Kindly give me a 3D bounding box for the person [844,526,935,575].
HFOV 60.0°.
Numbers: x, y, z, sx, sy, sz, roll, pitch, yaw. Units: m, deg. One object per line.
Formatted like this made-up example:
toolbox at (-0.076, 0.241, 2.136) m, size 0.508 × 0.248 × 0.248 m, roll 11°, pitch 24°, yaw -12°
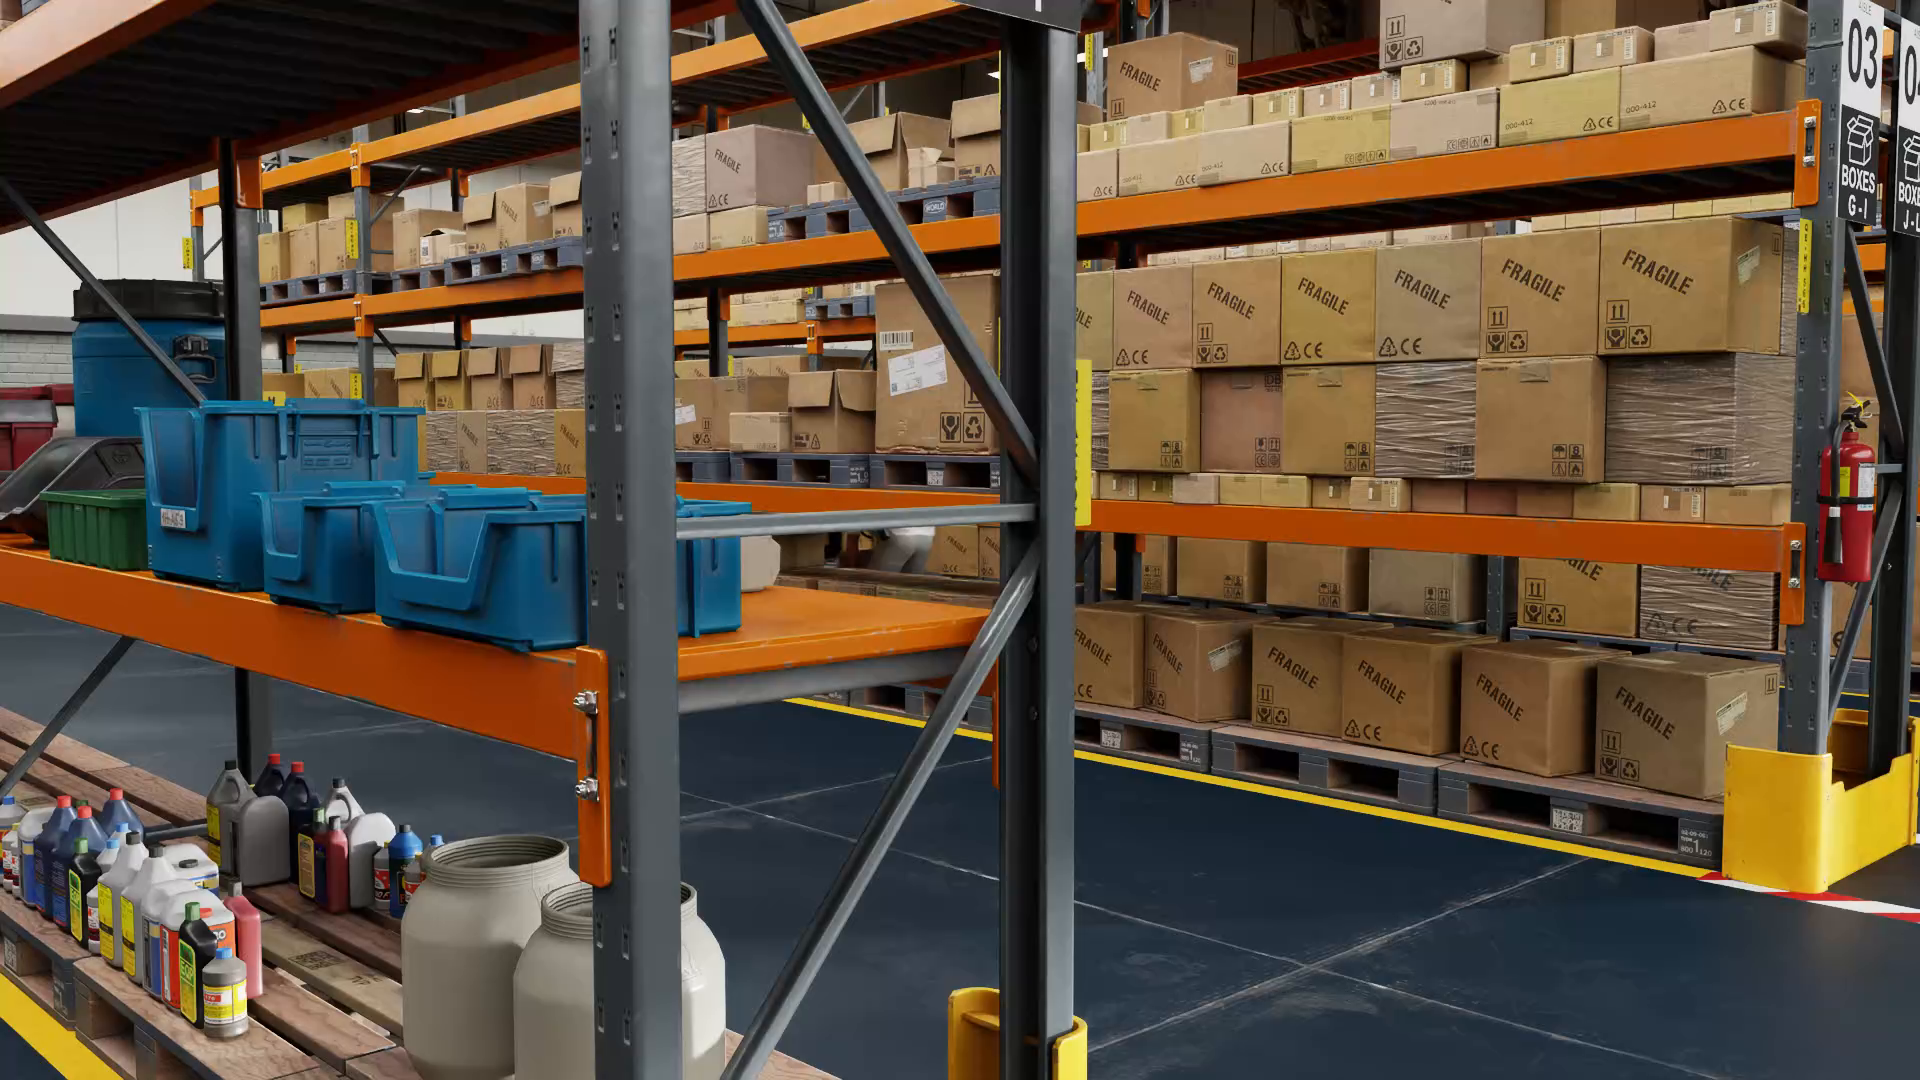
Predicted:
person at (-0.618, 0.130, 12.659) m, size 0.973 × 1.372 × 0.492 m, roll 4°, pitch 5°, yaw 44°
